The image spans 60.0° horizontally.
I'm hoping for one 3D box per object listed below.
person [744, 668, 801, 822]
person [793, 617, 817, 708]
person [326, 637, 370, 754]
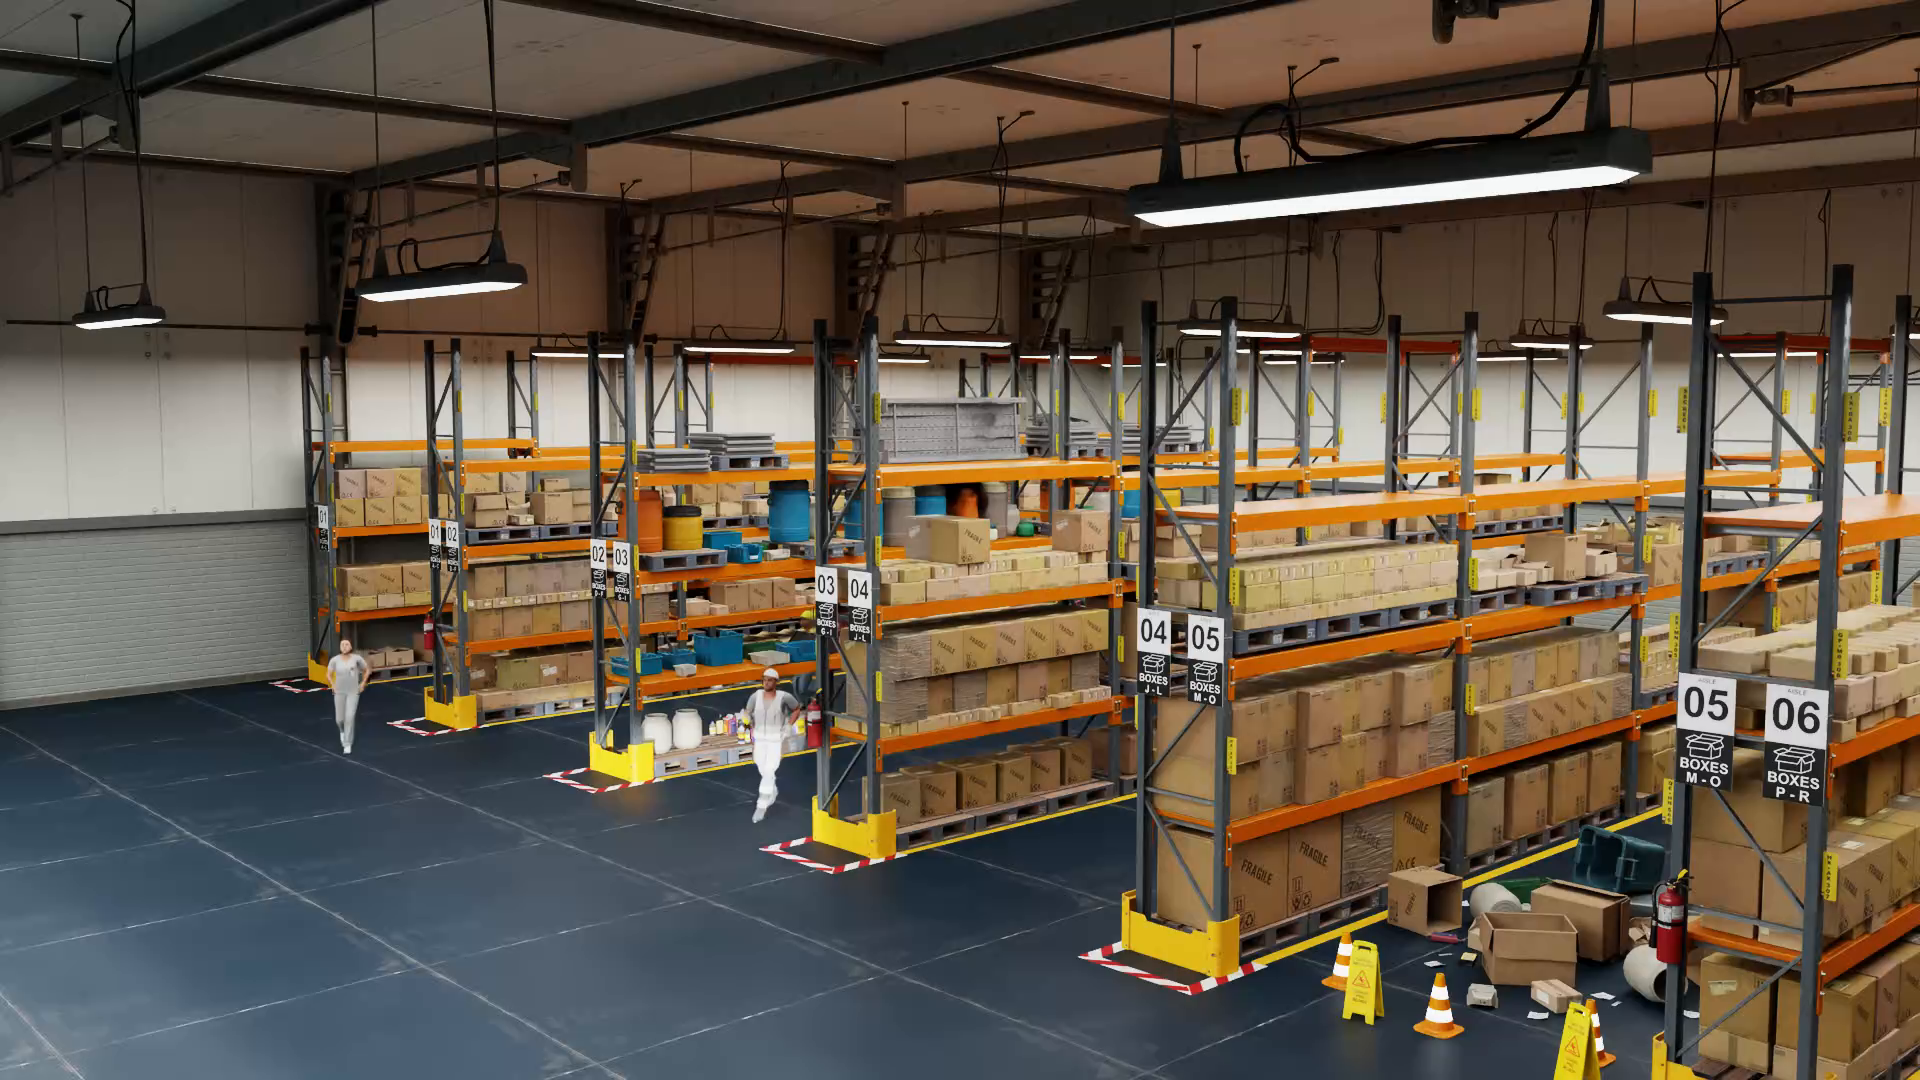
[{"bbox_3d":[-2.334,2.474,20.410,0.657,1.823,0.849,2,5,17],"label":"person"},{"bbox_3d":[-2.442,1.996,26.484,0.696,1.681,0.605,5,7,44],"label":"person"},{"bbox_3d":[-8.888,2.226,24.174,0.589,1.658,0.702,-1,5,-15],"label":"person"}]
